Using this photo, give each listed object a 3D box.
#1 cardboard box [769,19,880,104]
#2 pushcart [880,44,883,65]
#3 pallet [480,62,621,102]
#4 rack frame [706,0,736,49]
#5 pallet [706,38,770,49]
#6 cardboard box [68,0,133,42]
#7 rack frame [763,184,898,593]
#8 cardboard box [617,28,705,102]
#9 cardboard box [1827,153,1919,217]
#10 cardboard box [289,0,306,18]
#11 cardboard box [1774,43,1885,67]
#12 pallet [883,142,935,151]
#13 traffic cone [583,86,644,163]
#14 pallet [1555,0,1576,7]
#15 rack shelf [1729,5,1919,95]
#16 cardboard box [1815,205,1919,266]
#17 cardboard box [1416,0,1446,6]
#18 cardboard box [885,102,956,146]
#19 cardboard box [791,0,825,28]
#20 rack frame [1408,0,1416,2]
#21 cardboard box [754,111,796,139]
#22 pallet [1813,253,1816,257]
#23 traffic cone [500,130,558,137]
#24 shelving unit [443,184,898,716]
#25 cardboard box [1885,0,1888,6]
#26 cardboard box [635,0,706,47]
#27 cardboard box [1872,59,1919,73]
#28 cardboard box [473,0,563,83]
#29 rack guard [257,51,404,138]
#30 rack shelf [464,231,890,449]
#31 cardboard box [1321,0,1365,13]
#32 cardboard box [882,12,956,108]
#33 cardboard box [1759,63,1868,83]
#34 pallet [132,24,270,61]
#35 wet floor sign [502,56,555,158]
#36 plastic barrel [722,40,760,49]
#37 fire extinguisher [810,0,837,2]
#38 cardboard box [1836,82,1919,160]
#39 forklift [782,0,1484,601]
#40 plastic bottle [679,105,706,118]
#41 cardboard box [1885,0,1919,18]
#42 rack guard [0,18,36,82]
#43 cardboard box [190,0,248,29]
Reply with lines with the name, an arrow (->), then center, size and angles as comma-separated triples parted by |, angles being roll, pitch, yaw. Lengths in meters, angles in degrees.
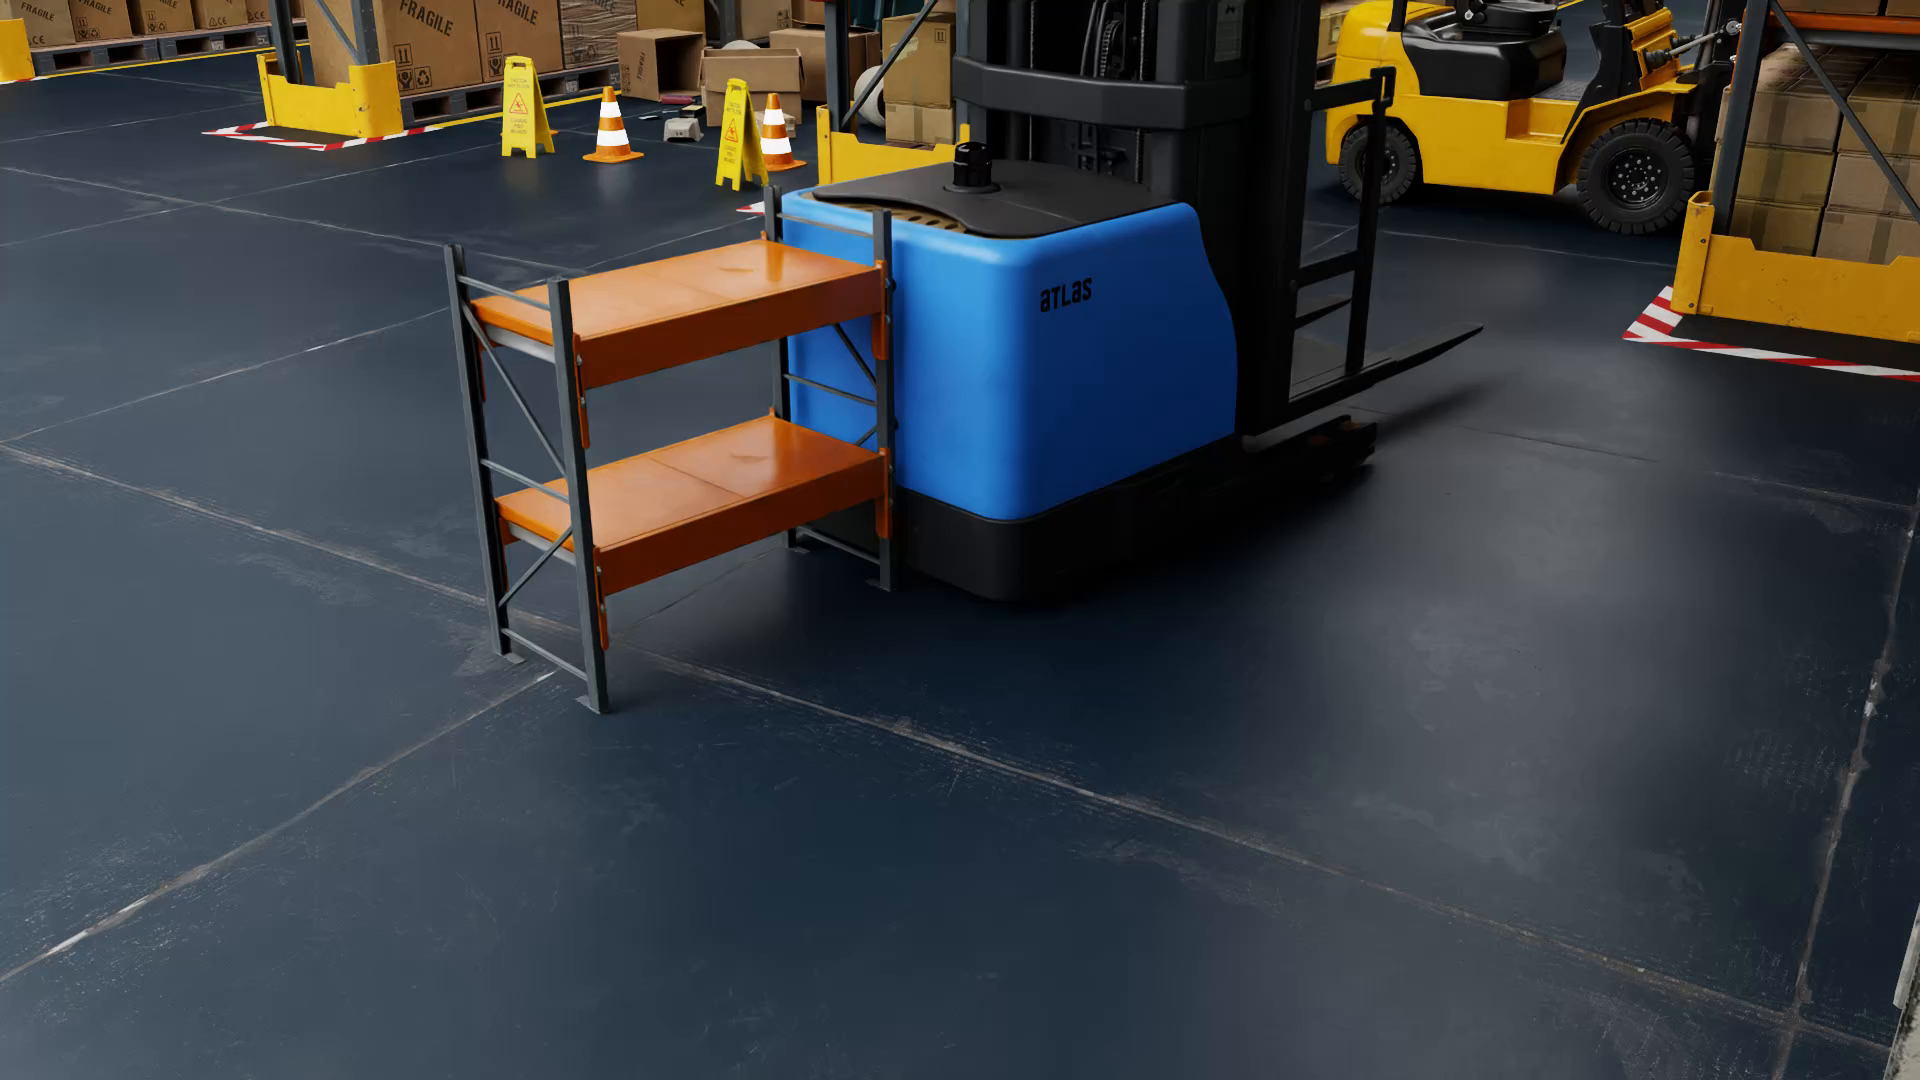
cardboard box -> -1.079, -3.779, 13.175 | 0.797, 0.637, 0.503 | 14, 27, 29
pushcart -> -0.195, -4.029, 14.082 | 1.648, 0.377, 0.936 | 5, 24, 11
pallet -> -3.600, -3.841, 13.858 | 1.003, 0.211, 1.213 | 14, 27, 29
rack frame -> -2.490, -5.775, 14.814 | 1.000, 3.000, 0.127 | 14, 27, 29
pallet -> -2.147, -4.771, 16.006 | 1.003, 0.211, 1.213 | 14, 27, 29
cardboard box -> -8.131, -4.960, 15.550 | 0.500, 0.500, 0.500 | -20, 31, -39
rack frame -> -0.374, -0.433, 4.834 | 0.500, 1.125, 0.032 | 21, 31, 40
cardboard box -> -2.437, -3.890, 13.603 | 0.500, 0.500, 0.500 | 20, 30, 38
cardboard box -> 4.302, -1.658, 7.608 | 0.500, 0.250, 0.500 | 14, 27, 30
cardboard box -> -6.895, -5.767, 17.415 | 0.500, 0.500, 0.500 | 13, 27, 27
cardboard box -> 4.651, -2.509, 8.943 | 0.500, 0.250, 0.500 | 13, 27, 28
pallet -> 0.157, -2.434, 10.608 | 1.003, 0.211, 1.213 | 14, 27, 29
traffic cone -> -2.333, -2.791, 11.114 | 0.336, 0.463, 0.334 | 14, 27, 29
pallet -> 7.099, -6.846, 20.798 | 1.003, 0.211, 1.213 | 14, 27, 29
rack shelf -> 4.933, -2.728, 8.680 | 1.077, 0.370, 4.000 | 14, 27, 29
cardboard box -> 4.303, -1.438, 7.729 | 0.500, 0.250, 0.500 | 14, 27, 29
cardboard box -> 4.314, -5.555, 16.452 | 0.875, 0.875, 0.875 | 14, 27, 28
cardboard box -> -0.131, -2.690, 10.620 | 0.500, 0.250, 0.500 | 14, 27, 29
cardboard box -> -1.727, -5.488, 16.455 | 1.050, 0.750, 0.750 | 14, 27, 29
rack frame -> 3.879, -6.122, 15.615 | 1.000, 3.000, 0.127 | 14, 27, 29
cardboard box -> -1.366, -2.979, 11.944 | 0.250, 0.149, 0.380 | -12, 26, -26
pallet -> 4.245, -1.370, 8.149 | 1.003, 0.211, 1.213 | 14, 27, 29
traffic cone -> -3.113, -3.142, 11.926 | 0.336, 0.463, 0.334 | 14, 27, 29
shelving unit -> -0.728, -0.288, 4.500 | 0.538, 1.125, 1.048 | 21, 31, 40
cardboard box -> 4.196, -2.823, 7.869 | 0.500, 0.500, 0.500 | 15, 27, 31
cardboard box -> -2.881, -4.795, 14.696 | 0.875, 0.875, 0.875 | 14, 27, 30
cardboard box -> 4.825, -2.231, 8.301 | 0.500, 0.250, 0.500 | 14, 27, 29
cardboard box -> -3.836, -4.183, 13.282 | 0.875, 0.875, 0.875 | 13, 27, 28
rack guard -> -4.613, -3.270, 12.173 | 1.175, 0.500, 0.348 | 14, 27, 29
rack shelf -> -0.728, -0.557, 4.383 | 0.538, 0.278, 1.000 | 21, 31, 40
cardboard box -> 3.190, -4.669, 15.039 | 0.950, 0.372, 0.625 | 13, 27, 28
cardboard box -> -0.140, -3.022, 10.443 | 0.500, 0.500, 0.500 | 14, 27, 29
cardboard box -> 4.120, -2.167, 8.153 | 0.500, 0.250, 0.500 | 14, 27, 30
pallet -> -7.617, -4.921, 16.352 | 1.003, 0.211, 1.213 | 14, 27, 29
wet floor sign -> -2.933, -2.920, 11.182 | 0.267, 0.644, 0.232 | 9, 25, 20
plastic barrel -> -1.785, -3.888, 13.699 | 0.421, 0.421, 0.512 | -7, 24, -17
fire extinguisher -> -0.793, -3.444, 9.527 | 0.296, 0.674, 0.183 | 14, 27, 29
cardboard box -> 4.292, -1.895, 7.525 | 0.500, 0.250, 0.500 | 13, 27, 28
forklift -> 0.814, -1.666, 5.410 | 1.130, 2.935, 3.031 | 21, 31, 40
plastic bottle -> -2.051, -3.305, 12.808 | 0.133, 0.061, 0.283 | 5, 24, 11
cardboard box -> 4.375, -2.538, 7.210 | 0.500, 0.500, 0.500 | 15, 27, 31
rack guard -> -8.720, -4.377, 14.731 | 1.175, 0.500, 0.348 | 14, 27, 29
cardboard box -> -7.452, -5.346, 16.442 | 0.500, 0.500, 0.500 | 11, 26, 24
